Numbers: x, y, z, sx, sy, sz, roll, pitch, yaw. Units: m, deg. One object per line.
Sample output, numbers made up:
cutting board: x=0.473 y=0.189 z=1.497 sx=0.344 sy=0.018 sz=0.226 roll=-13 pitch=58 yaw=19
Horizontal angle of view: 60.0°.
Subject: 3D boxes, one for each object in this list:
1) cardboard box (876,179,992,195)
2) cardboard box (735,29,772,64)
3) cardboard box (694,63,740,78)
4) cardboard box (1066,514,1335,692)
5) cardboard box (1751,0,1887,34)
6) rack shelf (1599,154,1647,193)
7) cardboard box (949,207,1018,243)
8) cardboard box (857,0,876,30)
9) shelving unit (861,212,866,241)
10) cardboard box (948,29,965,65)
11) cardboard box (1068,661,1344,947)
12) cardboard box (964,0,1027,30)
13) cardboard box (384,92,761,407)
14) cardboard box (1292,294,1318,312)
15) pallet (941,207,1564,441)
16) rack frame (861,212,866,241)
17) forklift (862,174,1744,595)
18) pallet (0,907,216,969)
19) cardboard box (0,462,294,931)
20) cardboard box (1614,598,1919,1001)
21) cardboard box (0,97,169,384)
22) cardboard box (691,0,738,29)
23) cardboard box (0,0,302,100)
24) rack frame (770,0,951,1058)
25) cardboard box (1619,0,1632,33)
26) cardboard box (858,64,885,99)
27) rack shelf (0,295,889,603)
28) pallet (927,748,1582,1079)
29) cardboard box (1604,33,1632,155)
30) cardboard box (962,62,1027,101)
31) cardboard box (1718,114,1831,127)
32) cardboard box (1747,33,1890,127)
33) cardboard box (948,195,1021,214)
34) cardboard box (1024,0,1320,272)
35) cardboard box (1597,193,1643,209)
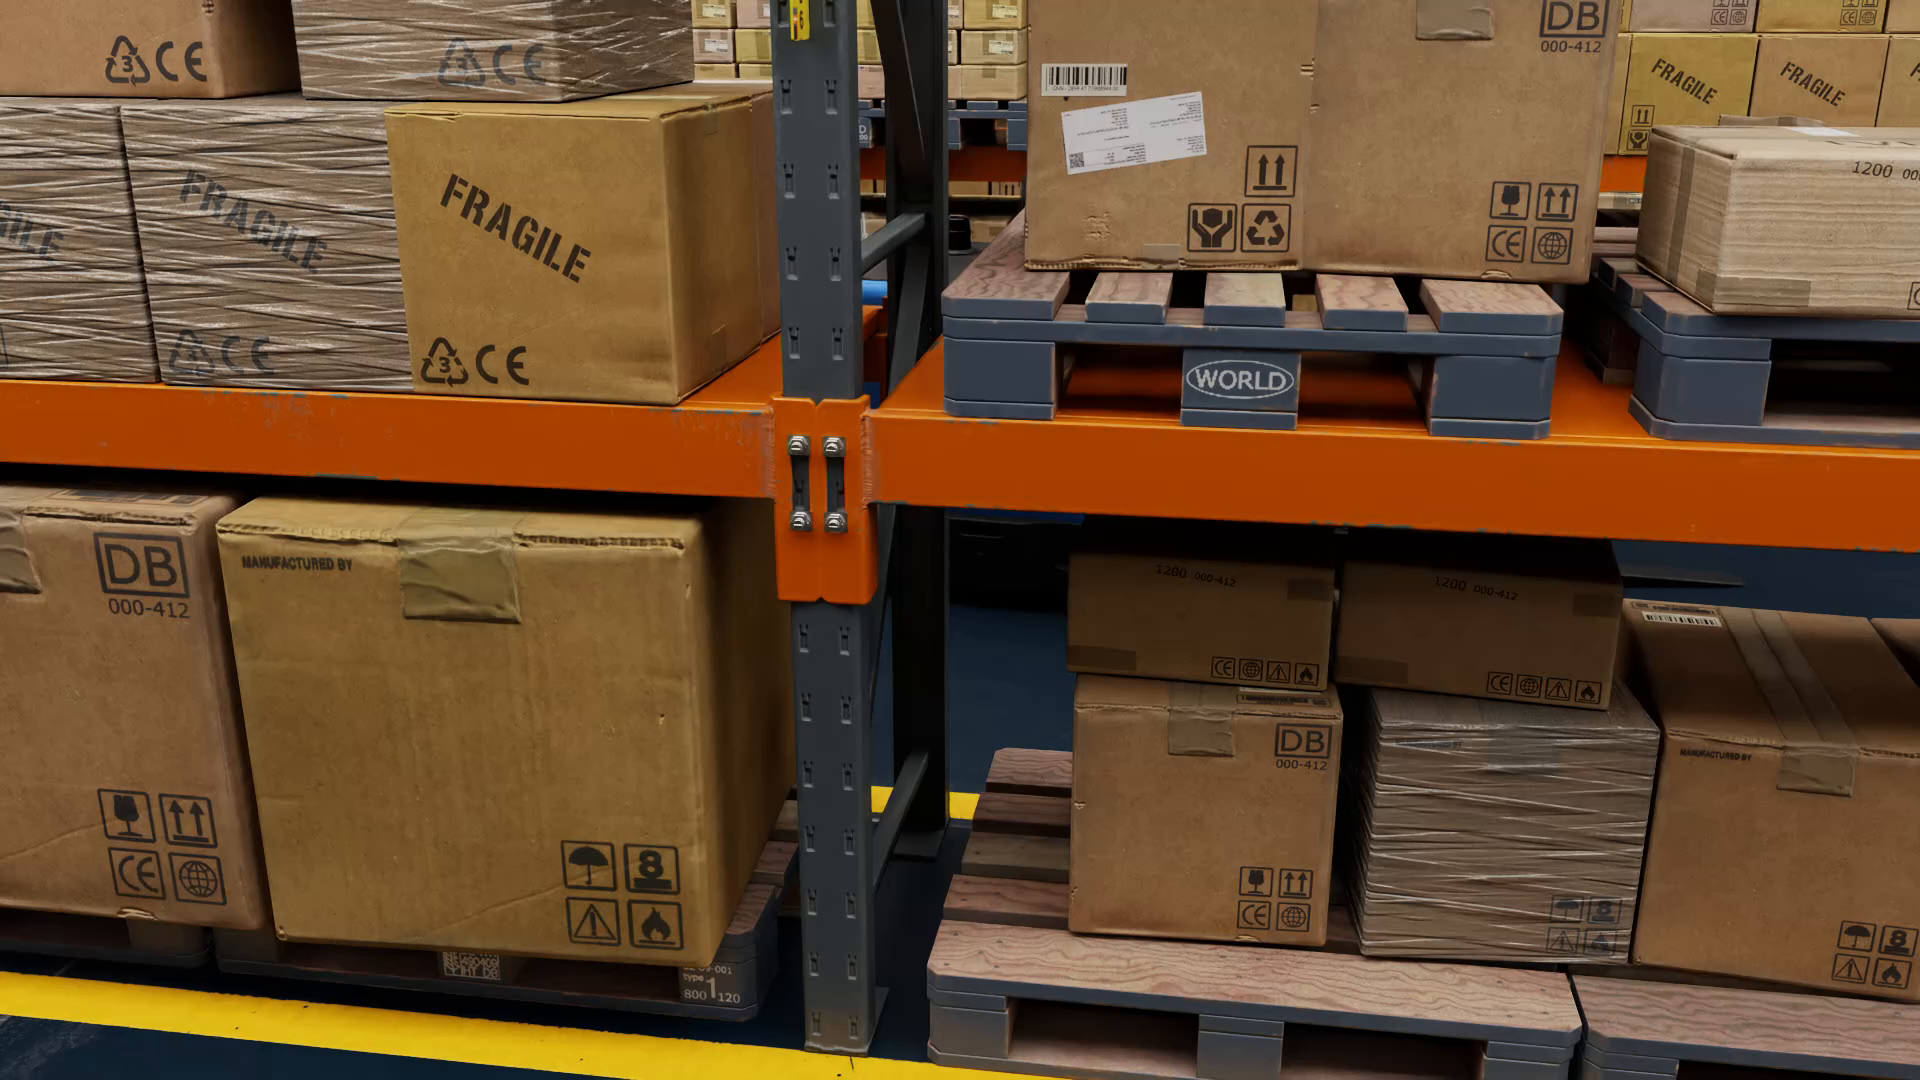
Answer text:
cardboard box: x=-0.142 y=-2.968 z=13.134 sx=0.875 sy=0.875 sz=0.875 roll=3 pitch=19 yaw=9
cardboard box: x=-0.855 y=-2.269 z=7.621 sx=0.250 sy=0.149 sz=0.380 roll=3 pitch=19 yaw=8
cardboard box: x=-1.105 y=-2.141 z=7.709 sx=0.250 sy=0.149 sz=0.380 roll=3 pitch=19 yaw=10
cardboard box: x=0.501 y=0.080 z=3.400 sx=0.500 sy=0.250 sz=0.500 roll=4 pitch=19 yaw=11
cardboard box: x=3.671 y=-2.483 z=7.262 sx=0.500 sy=0.500 sz=0.700 roll=3 pitch=19 yaw=8
rack shelf: x=2.696 y=-1.672 z=7.707 sx=4.000 sy=0.370 sz=1.077 roll=3 pitch=19 yaw=9
cardboard box: x=0.004 y=-1.436 z=7.962 sx=0.500 sy=0.250 sz=0.500 roll=2 pitch=19 yaw=7
cardboard box: x=-0.342 y=-2.384 z=7.496 sx=0.250 sy=0.149 sz=0.380 roll=4 pitch=19 yaw=10
shelving unit: x=-0.622 y=-0.621 z=6.269 sx=0.503 sy=1.200 sz=0.258 roll=5 pitch=19 yaw=14
cardboard box: x=-0.103 y=-2.230 z=7.506 sx=0.250 sy=0.149 sz=0.380 roll=4 pitch=19 yaw=11
cardboard box: x=0.499 y=0.439 z=3.510 sx=0.500 sy=0.500 sz=0.700 roll=2 pitch=19 yaw=6
cardboard box: x=0.164 y=-2.357 z=7.417 sx=0.250 sy=0.149 sz=0.380 roll=2 pitch=19 yaw=6
cardboard box: x=-0.692 y=-0.560 z=3.091 sx=0.500 sy=0.500 sz=0.500 roll=4 pitch=19 yaw=10
cardboard box: x=1.308 y=-1.187 z=8.008 sx=0.750 sy=0.750 sz=1.050 roll=3 pitch=19 yaw=8
pallet: x=0.555 y=-0.472 z=3.288 sx=1.003 sy=0.211 sz=1.213 roll=3 pitch=19 yaw=9
rack frame: x=-0.386 y=-0.602 z=6.211 sx=0.015 sy=1.200 sz=0.240 roll=5 pitch=19 yaw=14
forklift: x=1.063 y=-1.262 z=5.455 sx=3.031 sy=2.935 sz=1.130 roll=5 pitch=19 yaw=14
pallet: x=-2.133 y=0.632 z=4.082 sx=1.213 sy=0.211 sz=1.003 roll=3 pitch=19 yaw=9
cardboard box: x=-1.722 y=0.155 z=3.800 sx=0.875 sy=0.875 sz=1.225 roll=3 pitch=19 yaw=9
cardboard box: x=1.610 y=0.489 z=3.359 sx=0.500 sy=0.500 sz=0.700 roll=5 pitch=19 yaw=13
cardboard box: x=-1.697 y=-0.612 z=3.247 sx=0.500 sy=0.500 sz=0.500 roll=2 pitch=19 yaw=7
cardboard box: x=-1.112 y=-2.423 z=7.614 sx=0.250 sy=0.149 sz=0.380 roll=4 pitch=19 yaw=11
cardboard box: x=-1.528 y=-1.164 z=3.316 sx=0.637 sy=0.503 sz=0.797 roll=3 pitch=19 yaw=10
rack frame: x=-0.166 y=-0.565 z=3.265 sx=0.127 sy=3.000 sz=1.000 roll=3 pitch=19 yaw=9
cardboard box: x=2.674 y=-2.534 z=7.416 sx=0.500 sy=0.500 sz=0.700 roll=3 pitch=19 yaw=8
cardboard box: x=-0.338 y=-2.101 z=7.588 sx=0.250 sy=0.149 sz=0.380 roll=3 pitch=19 yaw=10
rack shelf: x=-2.140 y=-0.325 z=3.680 sx=4.000 sy=0.370 sz=1.077 roll=3 pitch=19 yaw=9
pallet: x=0.606 y=0.797 z=3.588 sx=1.213 sy=0.211 sz=1.003 roll=3 pitch=19 yaw=9
cardboard box: x=2.613 y=-1.978 z=7.330 sx=0.500 sy=0.500 sz=0.500 roll=3 pitch=19 yaw=8
cardboard box: x=0.161 y=-2.075 z=7.511 sx=0.250 sy=0.149 sz=0.380 roll=3 pitch=19 yaw=10
cardboard box: x=1.524 y=-0.701 z=3.222 sx=0.258 sy=0.266 sz=0.396 roll=2 pitch=19 yaw=7
cardboard box: x=3.614 y=-1.928 z=7.180 sx=0.500 sy=0.500 sz=0.500 roll=3 pitch=19 yaw=8
cardboard box: x=0.079 y=-1.594 z=8.435 sx=0.500 sy=0.250 sz=0.500 roll=2 pitch=19 yaw=6
cardboard box: x=0.374 y=-0.797 z=3.139 sx=0.500 sy=0.500 sz=0.500 roll=1 pitch=19 yaw=2
cardboard box: x=4.837 y=-2.447 z=12.369 sx=0.625 sy=0.372 sz=0.950 roll=3 pitch=19 yaw=9
